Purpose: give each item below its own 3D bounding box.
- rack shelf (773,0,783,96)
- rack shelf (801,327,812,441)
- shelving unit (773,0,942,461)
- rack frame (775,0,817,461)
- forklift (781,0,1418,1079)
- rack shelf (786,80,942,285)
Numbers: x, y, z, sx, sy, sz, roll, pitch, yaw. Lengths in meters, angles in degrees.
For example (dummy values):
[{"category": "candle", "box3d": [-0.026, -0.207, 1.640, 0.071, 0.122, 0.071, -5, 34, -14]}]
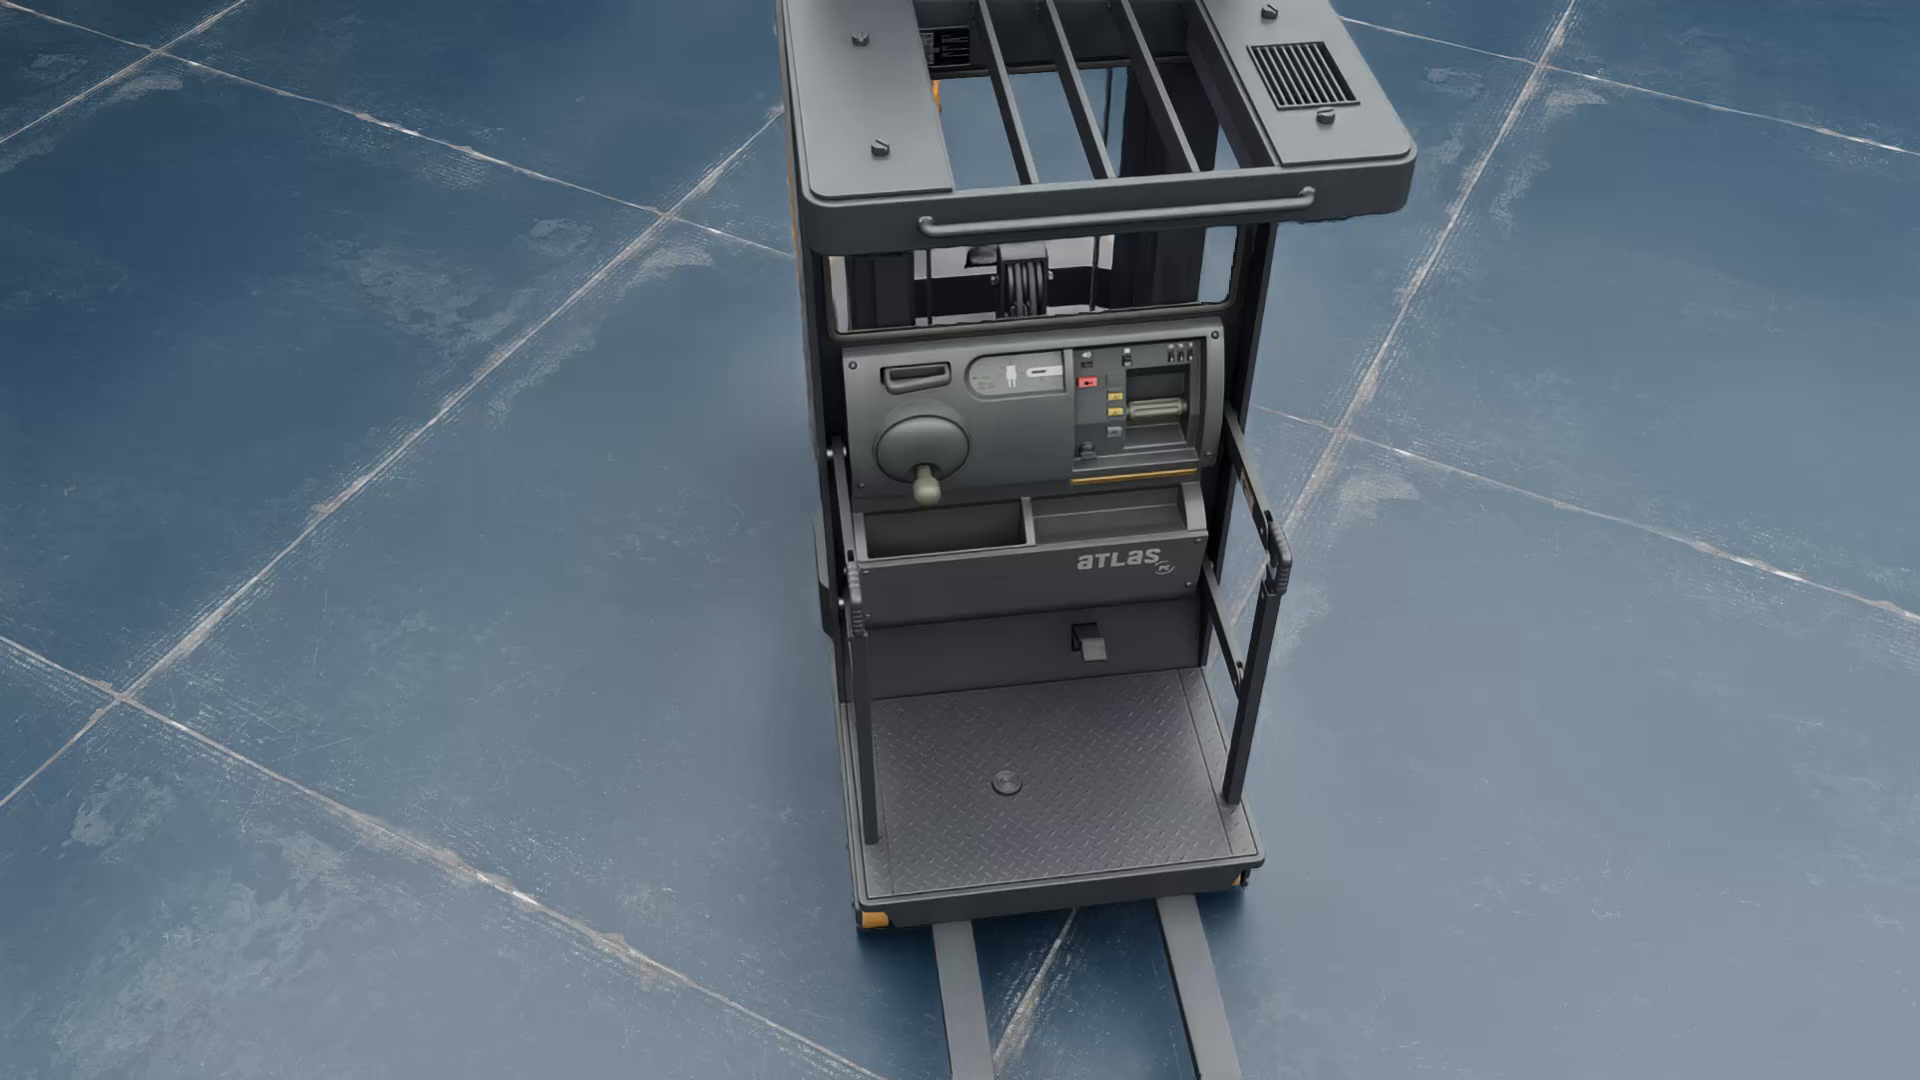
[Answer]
[{"category": "rack shelf", "box3d": [-0.302, -1.668, 4.957, 0.431, 0.518, 0.480, 5, 46, 5]}, {"category": "rack shelf", "box3d": [-0.302, -0.684, 5.953, 0.431, 0.518, 0.480, 5, 46, 5]}, {"category": "shelving unit", "box3d": [-0.302, -1.185, 5.445, 0.431, 2.100, 0.503, 5, 46, 5]}, {"category": "rack frame", "box3d": [-0.331, -1.013, 5.275, 0.400, 2.100, 0.015, 5, 46, 5]}, {"category": "forklift", "box3d": [0.215, -0.216, 3.903, 1.130, 2.935, 3.031, -5, 46, -5]}, {"category": "rack shelf", "box3d": [-0.302, -1.176, 5.455, 0.431, 0.518, 0.480, 5, 46, 5]}]
